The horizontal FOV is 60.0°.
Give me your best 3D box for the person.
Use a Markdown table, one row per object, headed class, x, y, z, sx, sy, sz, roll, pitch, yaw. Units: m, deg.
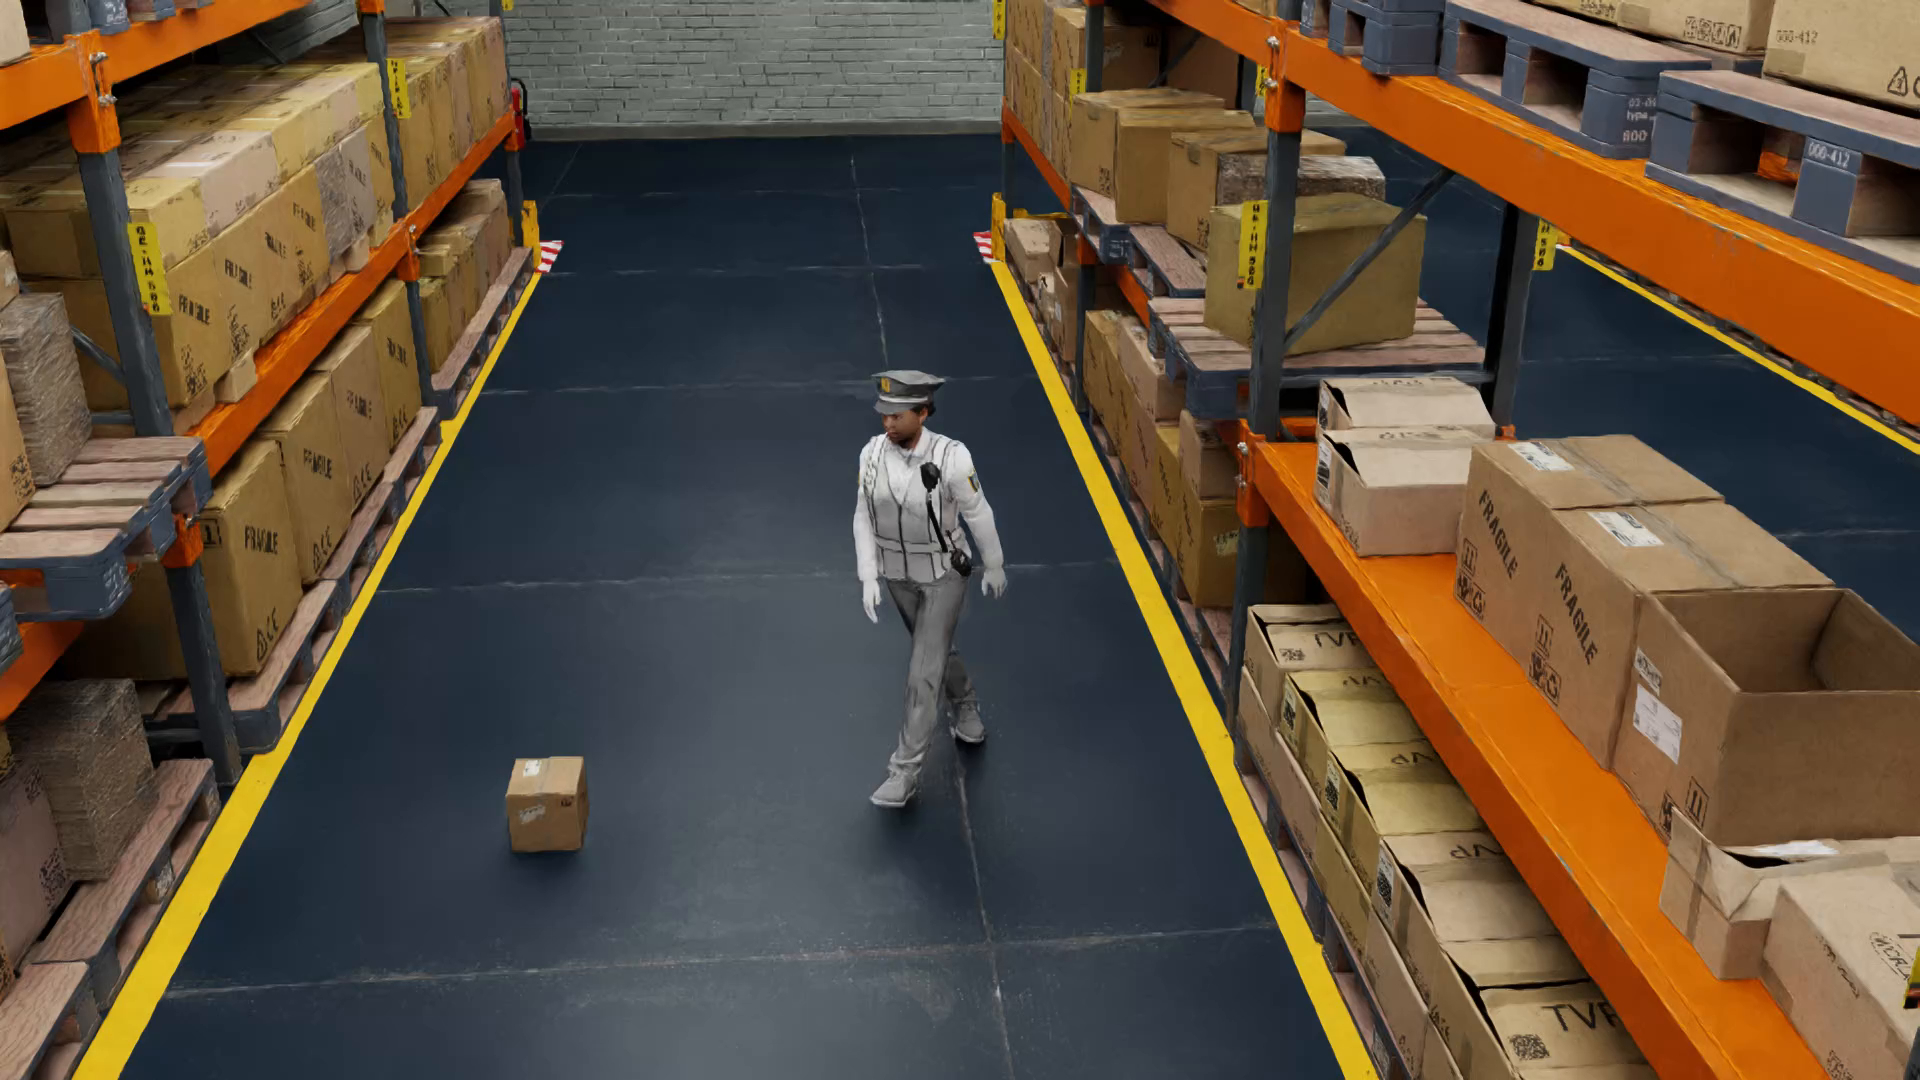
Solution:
| class | x | y | z | sx | sy | sz | roll | pitch | yaw |
| --- | --- | --- | --- | --- | --- | --- | --- | --- | --- |
| person | -0.169 | 0.150 | 6.260 | 0.529 | 1.628 | 0.944 | 11 | 26 | 23 |
